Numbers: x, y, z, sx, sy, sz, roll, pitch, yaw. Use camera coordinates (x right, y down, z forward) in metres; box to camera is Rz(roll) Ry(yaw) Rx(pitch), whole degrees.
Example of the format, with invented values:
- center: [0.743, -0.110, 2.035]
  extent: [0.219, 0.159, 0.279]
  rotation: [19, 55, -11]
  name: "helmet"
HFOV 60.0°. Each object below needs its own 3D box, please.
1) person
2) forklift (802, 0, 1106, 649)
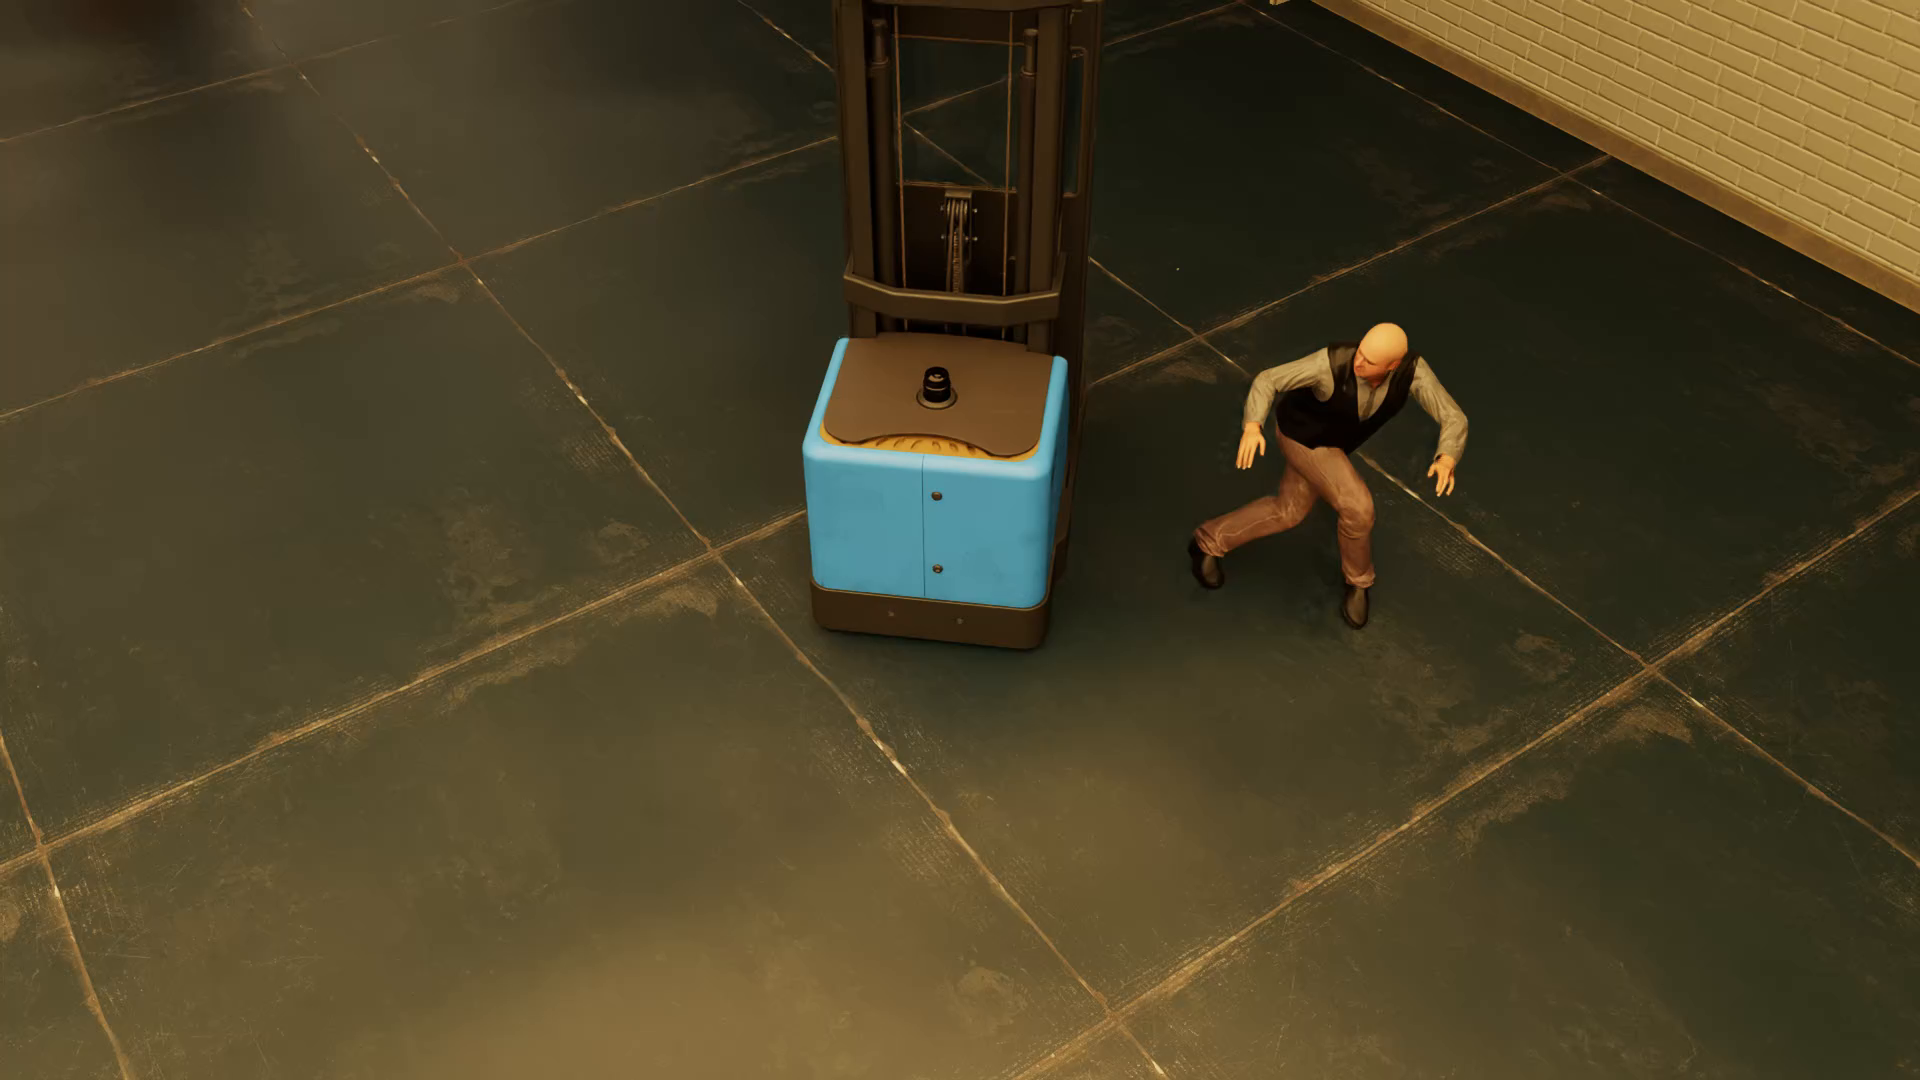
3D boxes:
- center: [1.577, -0.272, 7.081]
  extent: [0.943, 1.495, 1.003]
  rotation: [-20, 46, -21]
  name: "person"
- center: [0.064, -1.606, 7.458]
  extent: [1.130, 2.935, 3.031]
  rotation: [6, 43, 6]
  name: "forklift"
